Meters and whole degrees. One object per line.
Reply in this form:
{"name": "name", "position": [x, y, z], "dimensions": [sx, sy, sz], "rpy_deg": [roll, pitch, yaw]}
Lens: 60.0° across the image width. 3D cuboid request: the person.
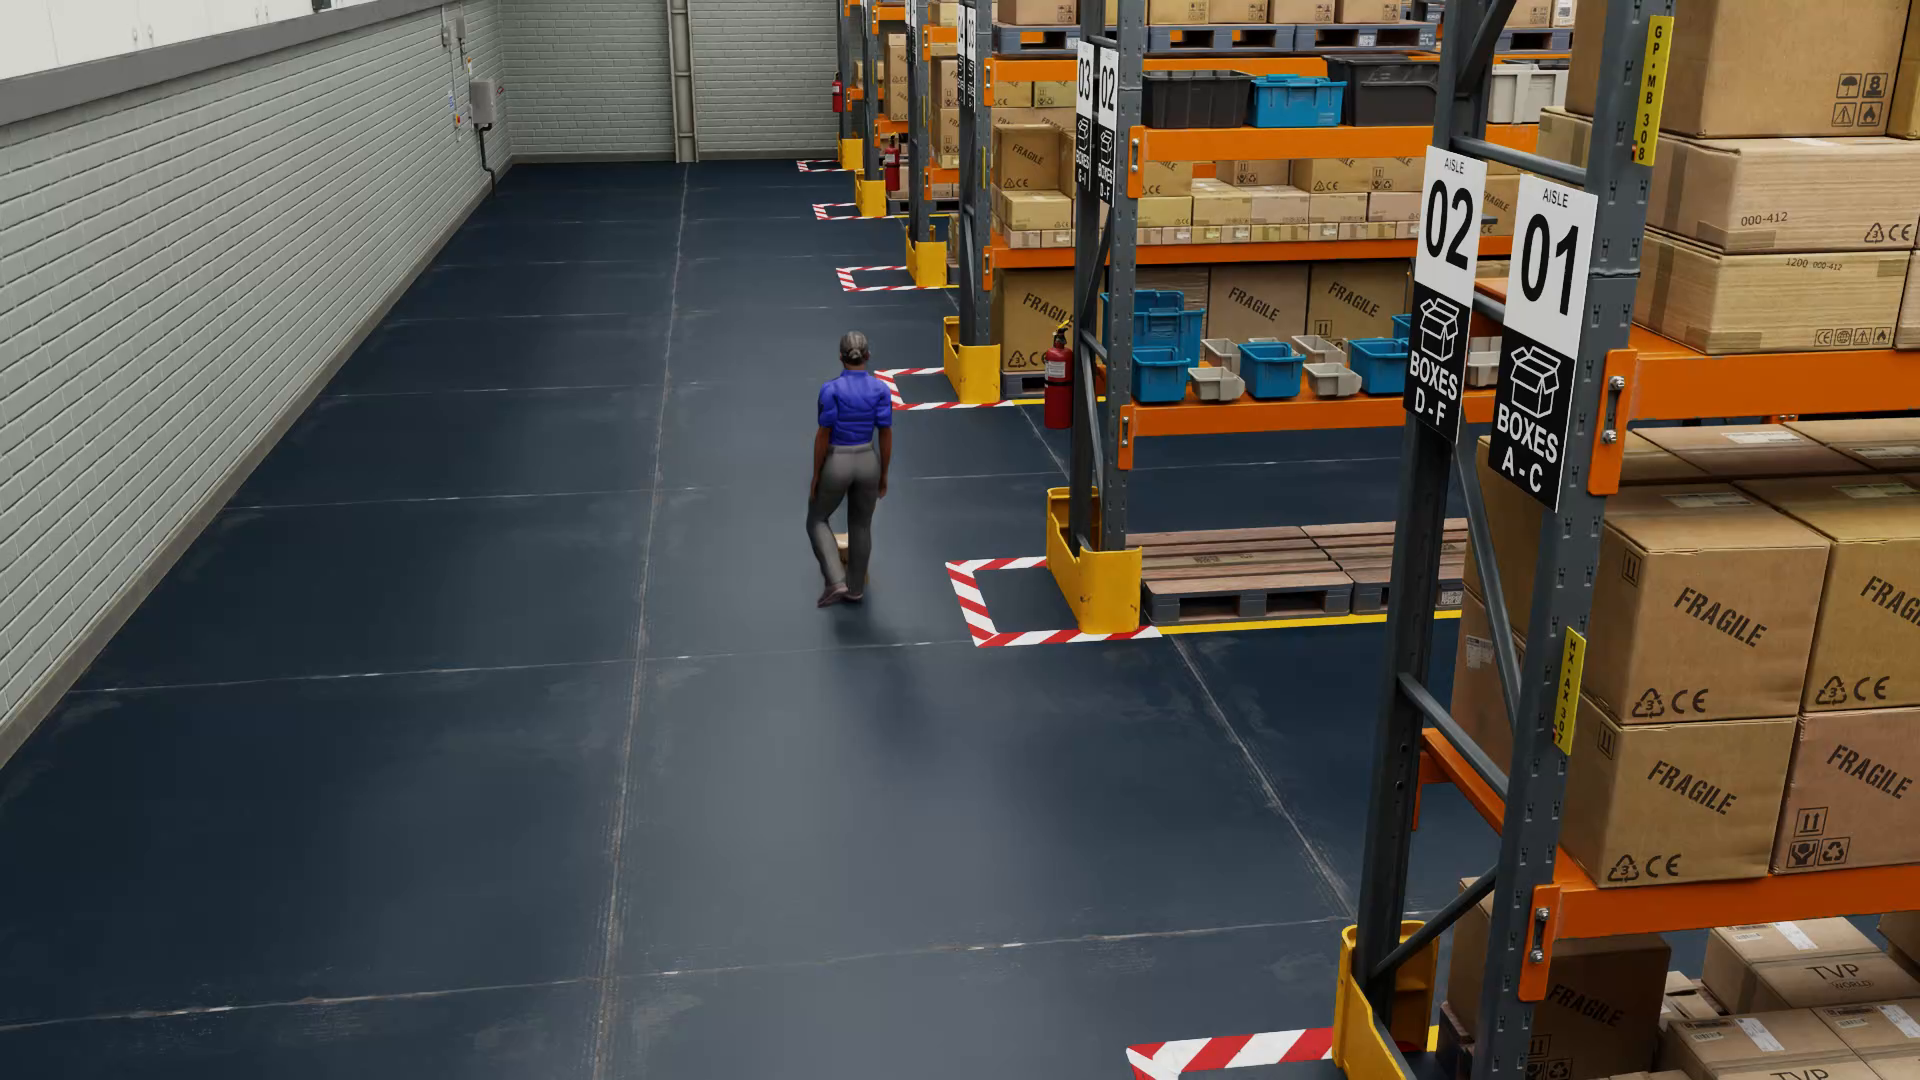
{"name": "person", "position": [-0.649, -0.407, 9.625], "dimensions": [0.478, 1.644, 0.581], "rpy_deg": [-7, 21, -19]}
